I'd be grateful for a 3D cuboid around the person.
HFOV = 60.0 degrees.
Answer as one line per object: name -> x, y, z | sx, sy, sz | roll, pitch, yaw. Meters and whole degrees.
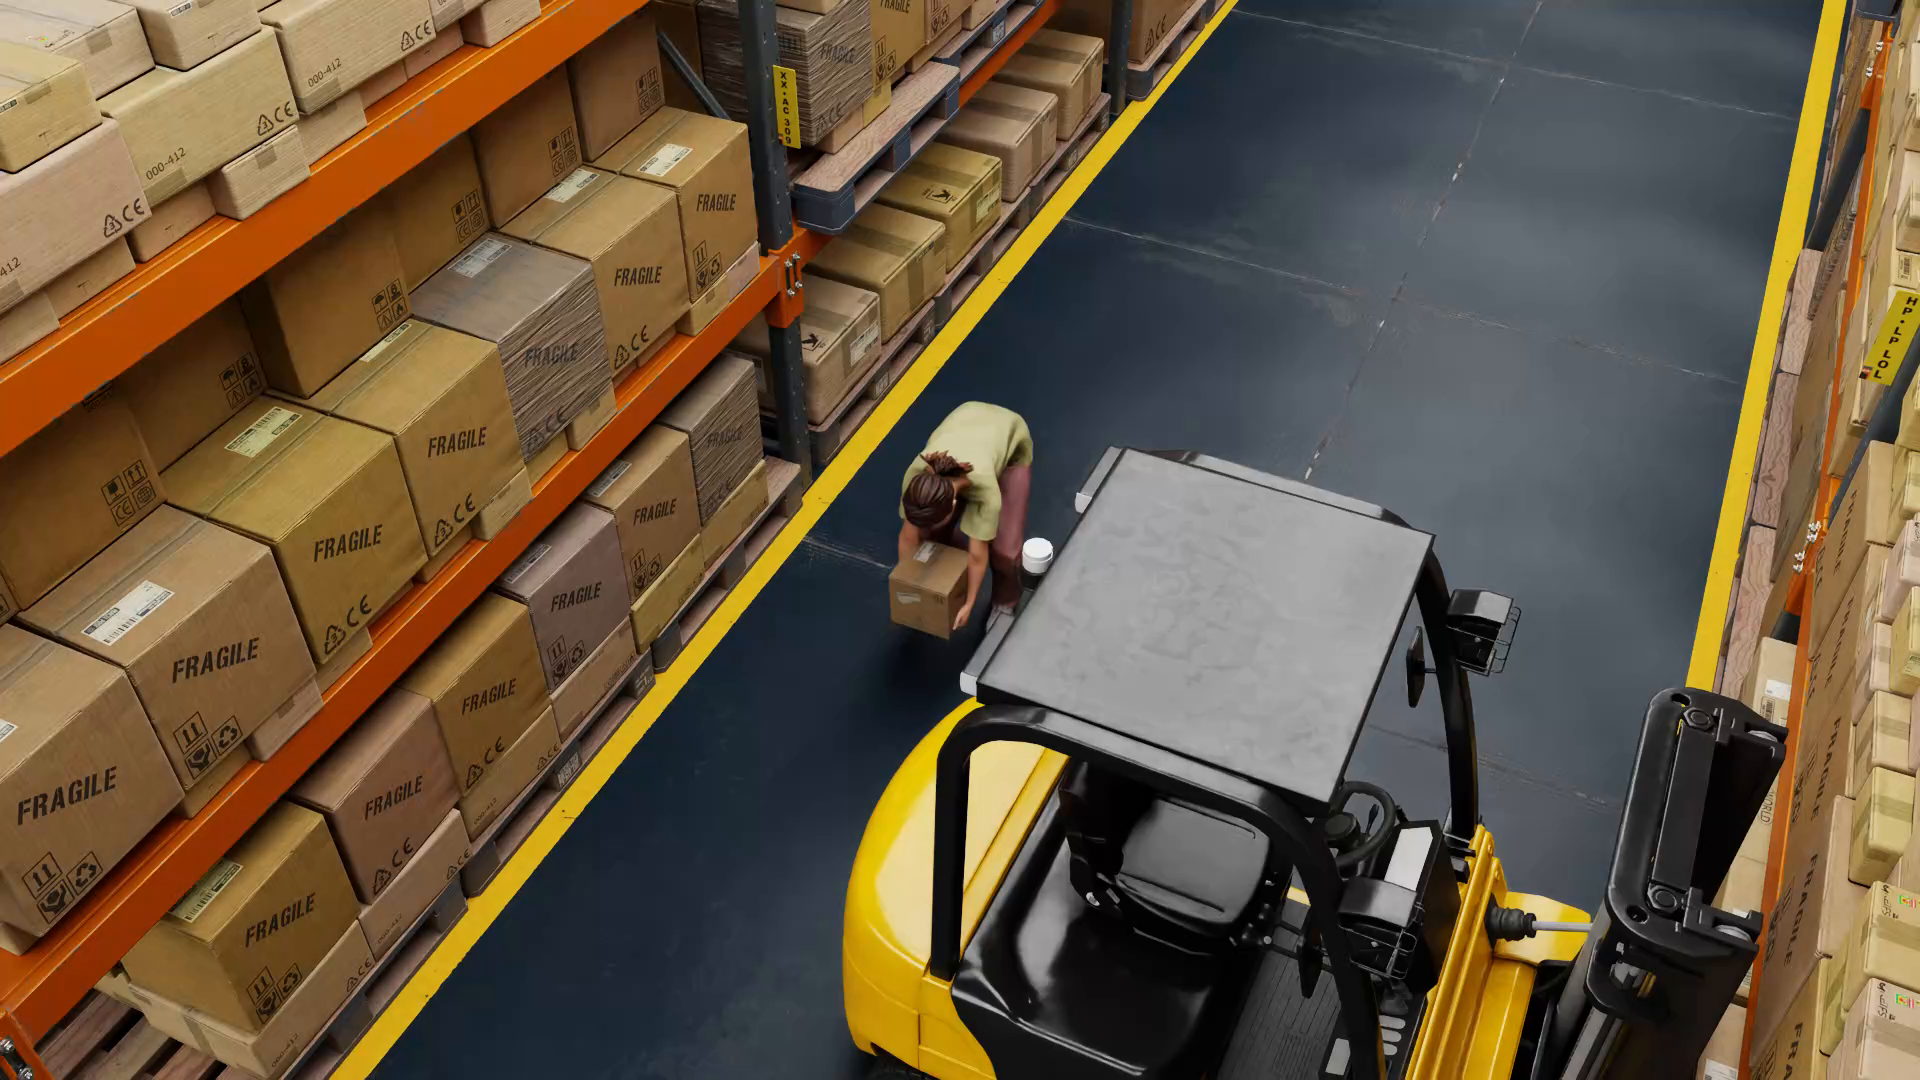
person -> 0.008, -0.020, 6.596 | 0.450, 1.121, 0.858 | 16, 44, 17
